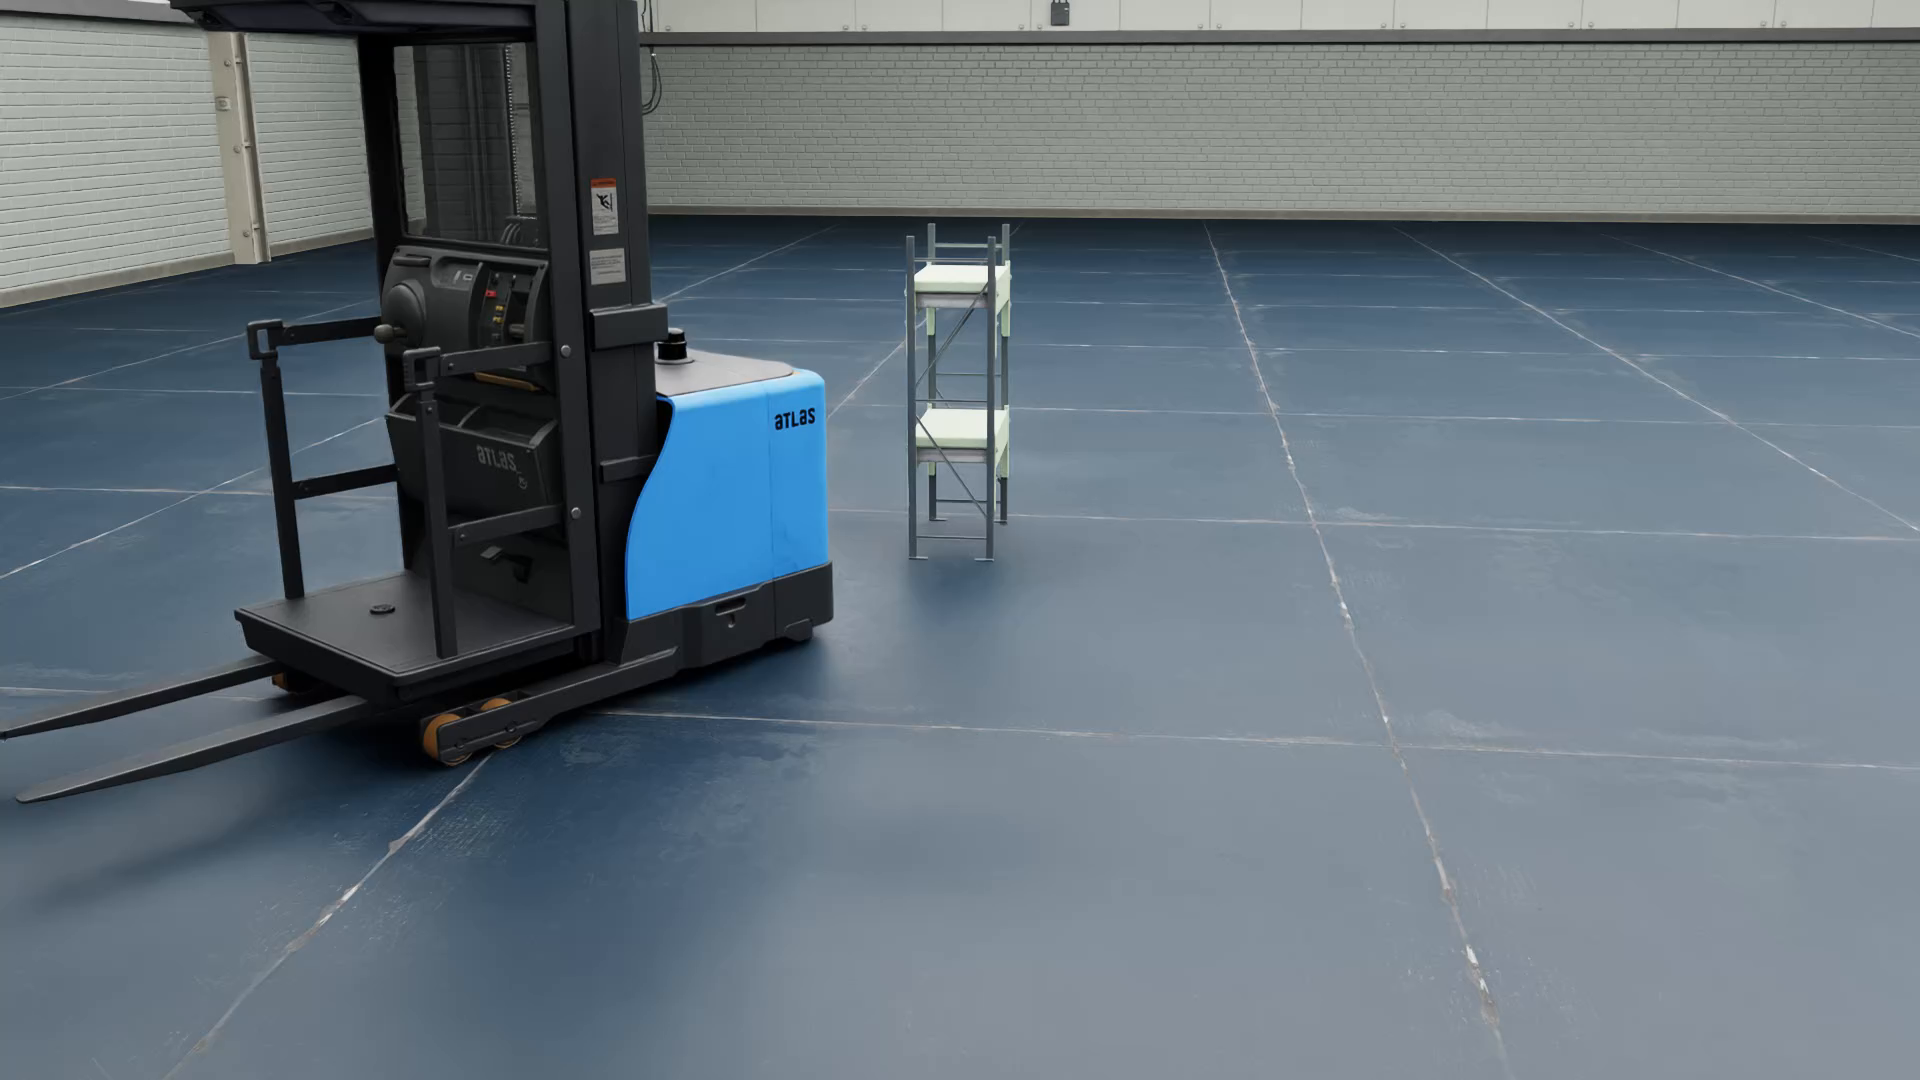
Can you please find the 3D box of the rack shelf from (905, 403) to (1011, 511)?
[{"bbox_3d":[0.001,-0.411,8.058,0.431,0.370,0.720,2,15,6],"label":"rack shelf"}]

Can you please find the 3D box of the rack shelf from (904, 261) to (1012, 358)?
[{"bbox_3d":[0.001,-1.102,7.871,0.431,0.370,0.720,2,15,6],"label":"rack shelf"}]

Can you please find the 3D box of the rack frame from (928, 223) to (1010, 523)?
[{"bbox_3d":[0.042,-0.821,8.324,0.400,1.500,0.023,2,15,6],"label":"rack frame"}]

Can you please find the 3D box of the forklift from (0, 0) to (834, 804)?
[{"bbox_3d":[-1.858,-0.826,5.602,1.130,2.935,3.031,13,20,39],"label":"forklift"}]

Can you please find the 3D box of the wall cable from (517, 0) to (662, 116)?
[{"bbox_3d":[-6.754,-8.686,28.992,3.097,2.526,0.112,2,15,6],"label":"wall cable"}]

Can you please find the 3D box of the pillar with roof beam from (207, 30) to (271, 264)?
[{"bbox_3d":[-4.800,-7.776,19.681,9.100,9.000,0.400,2,15,6],"label":"pillar with roof beam"}]

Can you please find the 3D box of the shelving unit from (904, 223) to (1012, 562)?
[{"bbox_3d":[0.001,-0.726,7.973,0.431,1.500,0.755,2,15,6],"label":"shelving unit"}]

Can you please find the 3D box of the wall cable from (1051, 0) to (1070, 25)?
[{"bbox_3d":[2.677,-11.542,27.094,2.305,6.003,0.169,2,15,6],"label":"wall cable"}]

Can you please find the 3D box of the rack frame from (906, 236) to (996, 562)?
[{"bbox_3d":[-0.041,-0.631,7.622,0.400,1.500,0.023,2,15,6],"label":"rack frame"}]
